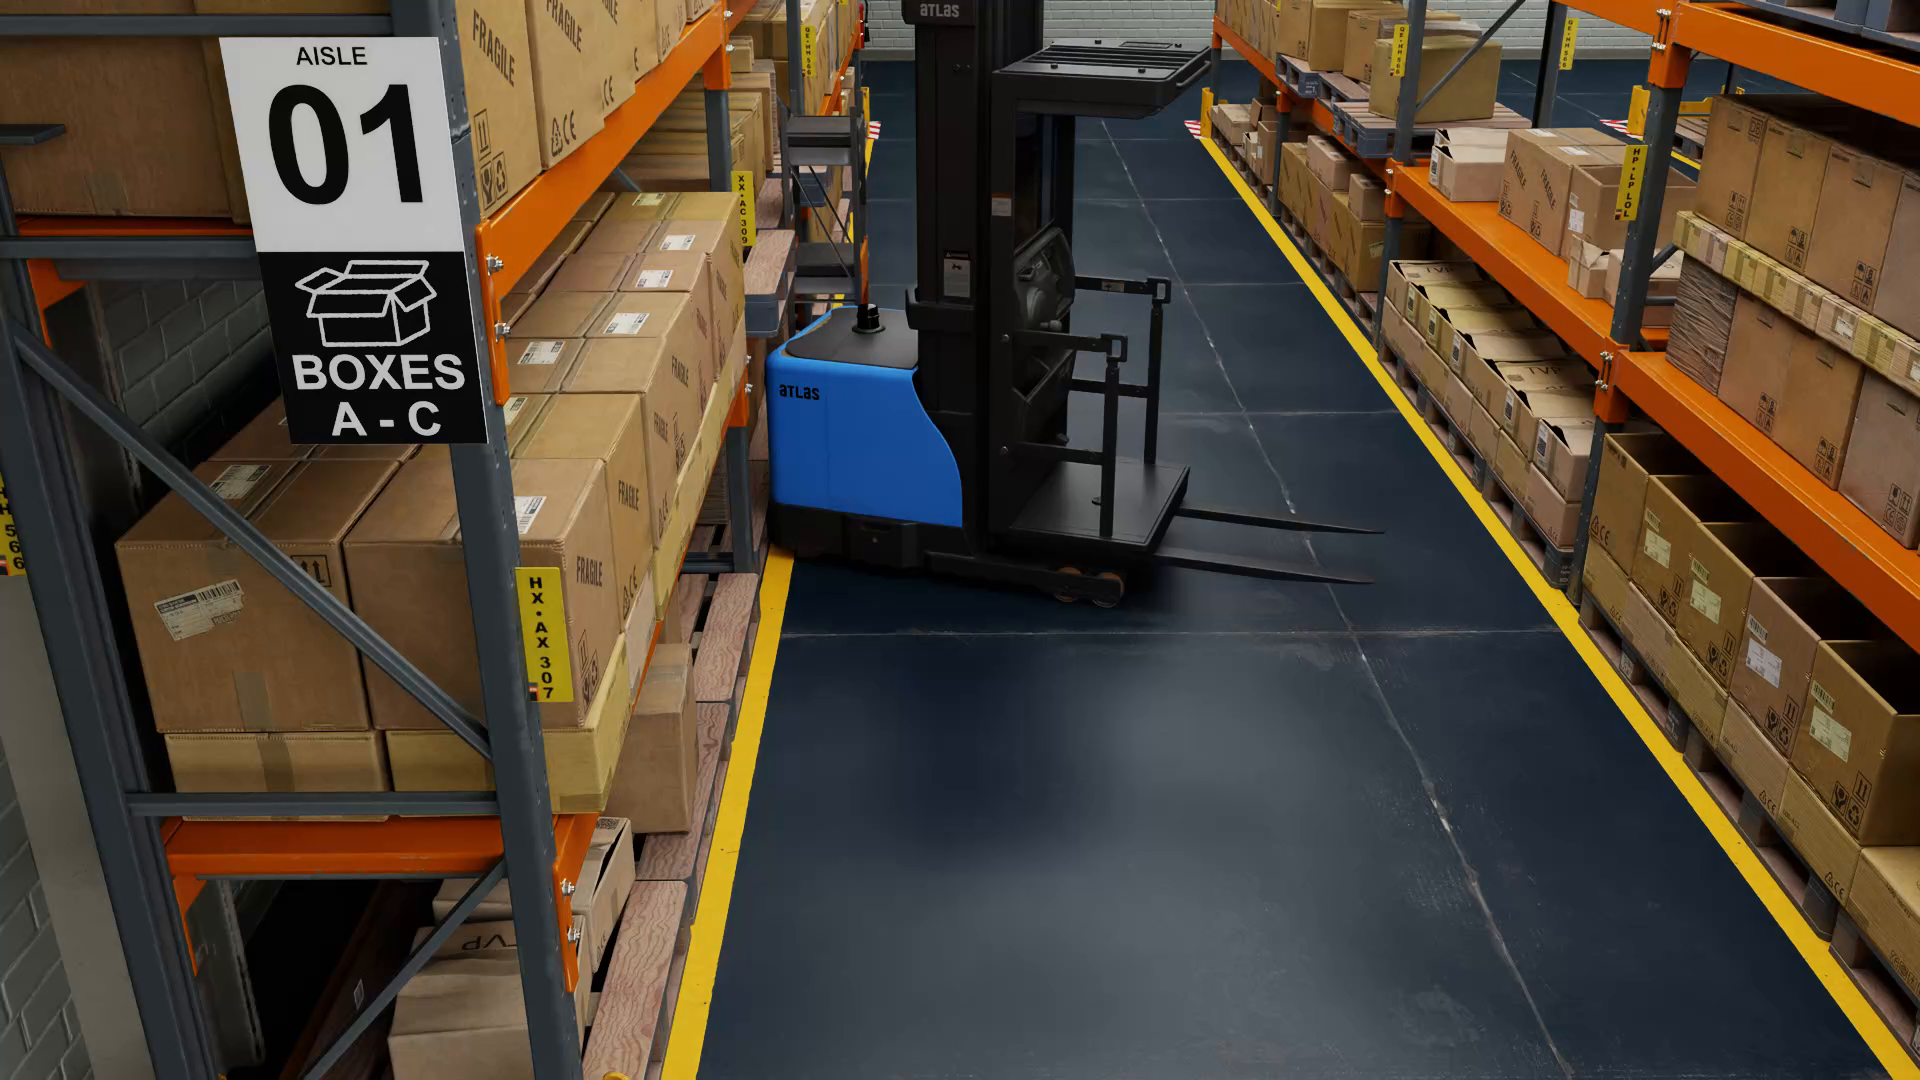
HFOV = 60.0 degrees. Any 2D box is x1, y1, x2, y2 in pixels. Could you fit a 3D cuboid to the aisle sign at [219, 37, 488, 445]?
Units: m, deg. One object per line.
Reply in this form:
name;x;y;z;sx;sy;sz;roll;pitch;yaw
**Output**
aisle sign;-1.144;-0.552;3.175;0.394;0.787;0.004;0;24;-1

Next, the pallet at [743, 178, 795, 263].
pallet;-1.470;-1.789;9.298;1.003;0.211;1.213;0;24;-1

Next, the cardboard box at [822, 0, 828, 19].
cardboard box;-1.313;-4.260;13.112;0.500;0.250;0.500;0;24;0

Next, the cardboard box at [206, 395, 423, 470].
cardboard box;-1.658;-0.079;4.532;0.500;0.500;0.500;0;24;0

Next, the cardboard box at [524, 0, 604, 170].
cardboard box;-1.169;-1.177;3.927;0.500;0.500;0.500;1;24;3

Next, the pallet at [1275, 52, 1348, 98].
pallet;3.277;-3.947;14.069;1.003;0.211;1.213;0;24;-1

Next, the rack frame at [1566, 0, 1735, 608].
rack frame;3.465;-1.067;7.470;1.000;3.000;0.127;0;24;-1

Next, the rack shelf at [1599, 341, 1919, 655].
rack shelf;3.487;0.084;5.796;1.077;0.370;4.000;0;24;-1

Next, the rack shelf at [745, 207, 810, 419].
rack shelf;-1.510;-1.540;9.388;1.077;0.370;4.000;0;24;-1

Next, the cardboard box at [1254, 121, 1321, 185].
cardboard box;3.088;-3.659;15.700;0.500;0.500;0.500;0;24;-1

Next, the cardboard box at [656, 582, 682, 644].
cardboard box;-1.437;0.322;6.897;0.500;0.500;0.500;-2;24;-5

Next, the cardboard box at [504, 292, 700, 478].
cardboard box;-1.162;-0.505;5.475;0.500;0.500;0.500;0;24;1

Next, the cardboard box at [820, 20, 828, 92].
cardboard box;-1.296;-3.718;12.825;0.500;0.500;0.500;0;24;1

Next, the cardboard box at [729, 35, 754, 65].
cardboard box;-1.499;-3.091;10.503;0.380;0.149;0.250;-3;25;-7

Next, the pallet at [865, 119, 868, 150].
pallet;-1.533;-4.389;18.198;1.003;0.211;1.213;0;24;-1

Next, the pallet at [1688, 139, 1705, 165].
pallet;8.268;-3.921;17.163;1.003;0.211;1.213;0;24;-1

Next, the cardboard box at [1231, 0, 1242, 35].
cardboard box;3.089;-5.454;17.049;0.500;0.500;0.500;0;24;-1

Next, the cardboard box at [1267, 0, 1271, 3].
cardboard box;3.105;-5.283;15.457;0.500;0.500;0.500;-1;24;-2

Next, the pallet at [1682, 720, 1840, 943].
pallet;3.448;1.035;6.206;1.003;0.211;1.213;0;24;-1

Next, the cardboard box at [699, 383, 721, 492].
cardboard box;-1.162;-0.378;6.104;0.500;0.250;0.500;0;24;-1

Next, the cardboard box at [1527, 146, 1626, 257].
cardboard box;3.461;-1.853;9.086;0.500;0.500;0.500;0;24;0

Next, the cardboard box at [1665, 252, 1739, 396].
cardboard box;3.476;-0.930;7.045;0.700;0.500;0.500;-1;24;-2

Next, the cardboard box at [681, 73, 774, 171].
cardboard box;-1.484;-2.514;10.014;0.700;0.500;0.500;-3;24;-6

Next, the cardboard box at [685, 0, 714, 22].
cardboard box;-1.236;-2.257;6.315;0.500;0.500;0.500;0;24;1

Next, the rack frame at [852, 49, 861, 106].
rack frame;-1.620;-5.988;18.351;1.000;3.000;0.127;0;24;-1

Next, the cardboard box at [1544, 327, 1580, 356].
cardboard box;3.691;-1.066;9.614;0.500;0.311;0.500;0;24;1

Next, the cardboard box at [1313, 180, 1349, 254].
cardboard box;3.159;-2.591;13.338;0.500;0.500;0.500;-1;24;-3

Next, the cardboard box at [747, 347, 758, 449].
cardboard box;-1.534;-0.832;9.448;0.700;0.500;0.500;0;24;0

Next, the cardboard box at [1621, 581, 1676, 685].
cardboard box;3.167;0.392;7.069;0.500;0.250;0.500;0;24;-1

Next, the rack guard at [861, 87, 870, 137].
rack guard;-1.620;-4.859;18.888;1.175;0.500;0.348;0;24;-1

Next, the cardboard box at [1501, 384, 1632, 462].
cardboard box;3.162;-0.641;8.675;0.500;0.311;0.500;0;24;1

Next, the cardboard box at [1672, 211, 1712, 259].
cardboard box;3.274;-1.297;7.069;0.380;0.149;0.250;0;24;-1

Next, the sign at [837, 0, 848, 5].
sign;-1.033;-4.838;14.498;0.100;0.325;0.005;0;24;-1

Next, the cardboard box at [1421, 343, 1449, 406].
cardboard box;3.151;-1.016;10.183;0.500;0.250;0.500;-1;24;-2

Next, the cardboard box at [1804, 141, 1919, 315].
cardboard box;3.487;-1.107;5.861;0.700;0.500;0.500;0;24;-1

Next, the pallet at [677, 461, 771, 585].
pallet;-1.499;-0.094;8.702;1.003;0.211;1.213;0;24;-1

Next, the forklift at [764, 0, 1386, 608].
forklift;0.596;-1.255;7.969;3.031;2.935;1.130;8;25;16

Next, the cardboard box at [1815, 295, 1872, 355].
cardboard box;3.292;-0.766;5.895;0.380;0.149;0.250;-1;24;-2

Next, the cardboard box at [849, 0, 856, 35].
cardboard box;-1.585;-5.615;17.162;0.980;0.700;0.700;0;24;-1

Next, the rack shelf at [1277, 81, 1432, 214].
rack shelf;3.399;-3.212;13.085;1.077;0.370;4.000;0;24;-1

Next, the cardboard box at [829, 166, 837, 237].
cardboard box;-1.426;-2.919;13.662;0.750;0.750;0.750;0;24;1

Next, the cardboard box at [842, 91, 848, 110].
cardboard box;-1.309;-4.354;16.473;0.380;0.149;0.250;-1;24;-2

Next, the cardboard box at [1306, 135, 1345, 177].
cardboard box;3.150;-3.155;13.675;0.500;0.250;0.500;0;24;0

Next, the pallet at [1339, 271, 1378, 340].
pallet;3.451;-1.753;12.370;1.003;0.211;1.213;0;24;-1

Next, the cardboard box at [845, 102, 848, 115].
cardboard box;-1.487;-4.120;16.743;0.700;0.500;0.500;0;24;1

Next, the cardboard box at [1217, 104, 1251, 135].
cardboard box;3.062;-4.529;17.926;0.500;0.250;0.500;0;24;-1

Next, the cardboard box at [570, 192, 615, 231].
cardboard box;-1.692;-1.132;6.860;0.500;0.500;0.500;-1;24;-2

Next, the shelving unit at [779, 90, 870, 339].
shelving unit;-0.734;-1.398;9.294;0.431;2.100;0.503;0;24;1

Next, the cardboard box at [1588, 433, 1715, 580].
cardboard box;3.157;-0.155;7.370;0.500;0.500;0.500;0;24;-1

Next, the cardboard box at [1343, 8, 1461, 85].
cardboard box;3.458;-3.873;13.043;0.700;0.500;0.500;-6;25;-14

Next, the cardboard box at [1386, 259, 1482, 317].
cardboard box;3.133;-1.693;10.999;0.500;0.311;0.500;1;24;1

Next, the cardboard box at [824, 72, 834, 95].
cardboard box;-1.243;-3.777;13.743;0.380;0.149;0.250;0;24;-1

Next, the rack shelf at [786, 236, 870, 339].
rack shelf;-0.734;-1.386;9.299;0.431;0.518;0.480;0;24;1
